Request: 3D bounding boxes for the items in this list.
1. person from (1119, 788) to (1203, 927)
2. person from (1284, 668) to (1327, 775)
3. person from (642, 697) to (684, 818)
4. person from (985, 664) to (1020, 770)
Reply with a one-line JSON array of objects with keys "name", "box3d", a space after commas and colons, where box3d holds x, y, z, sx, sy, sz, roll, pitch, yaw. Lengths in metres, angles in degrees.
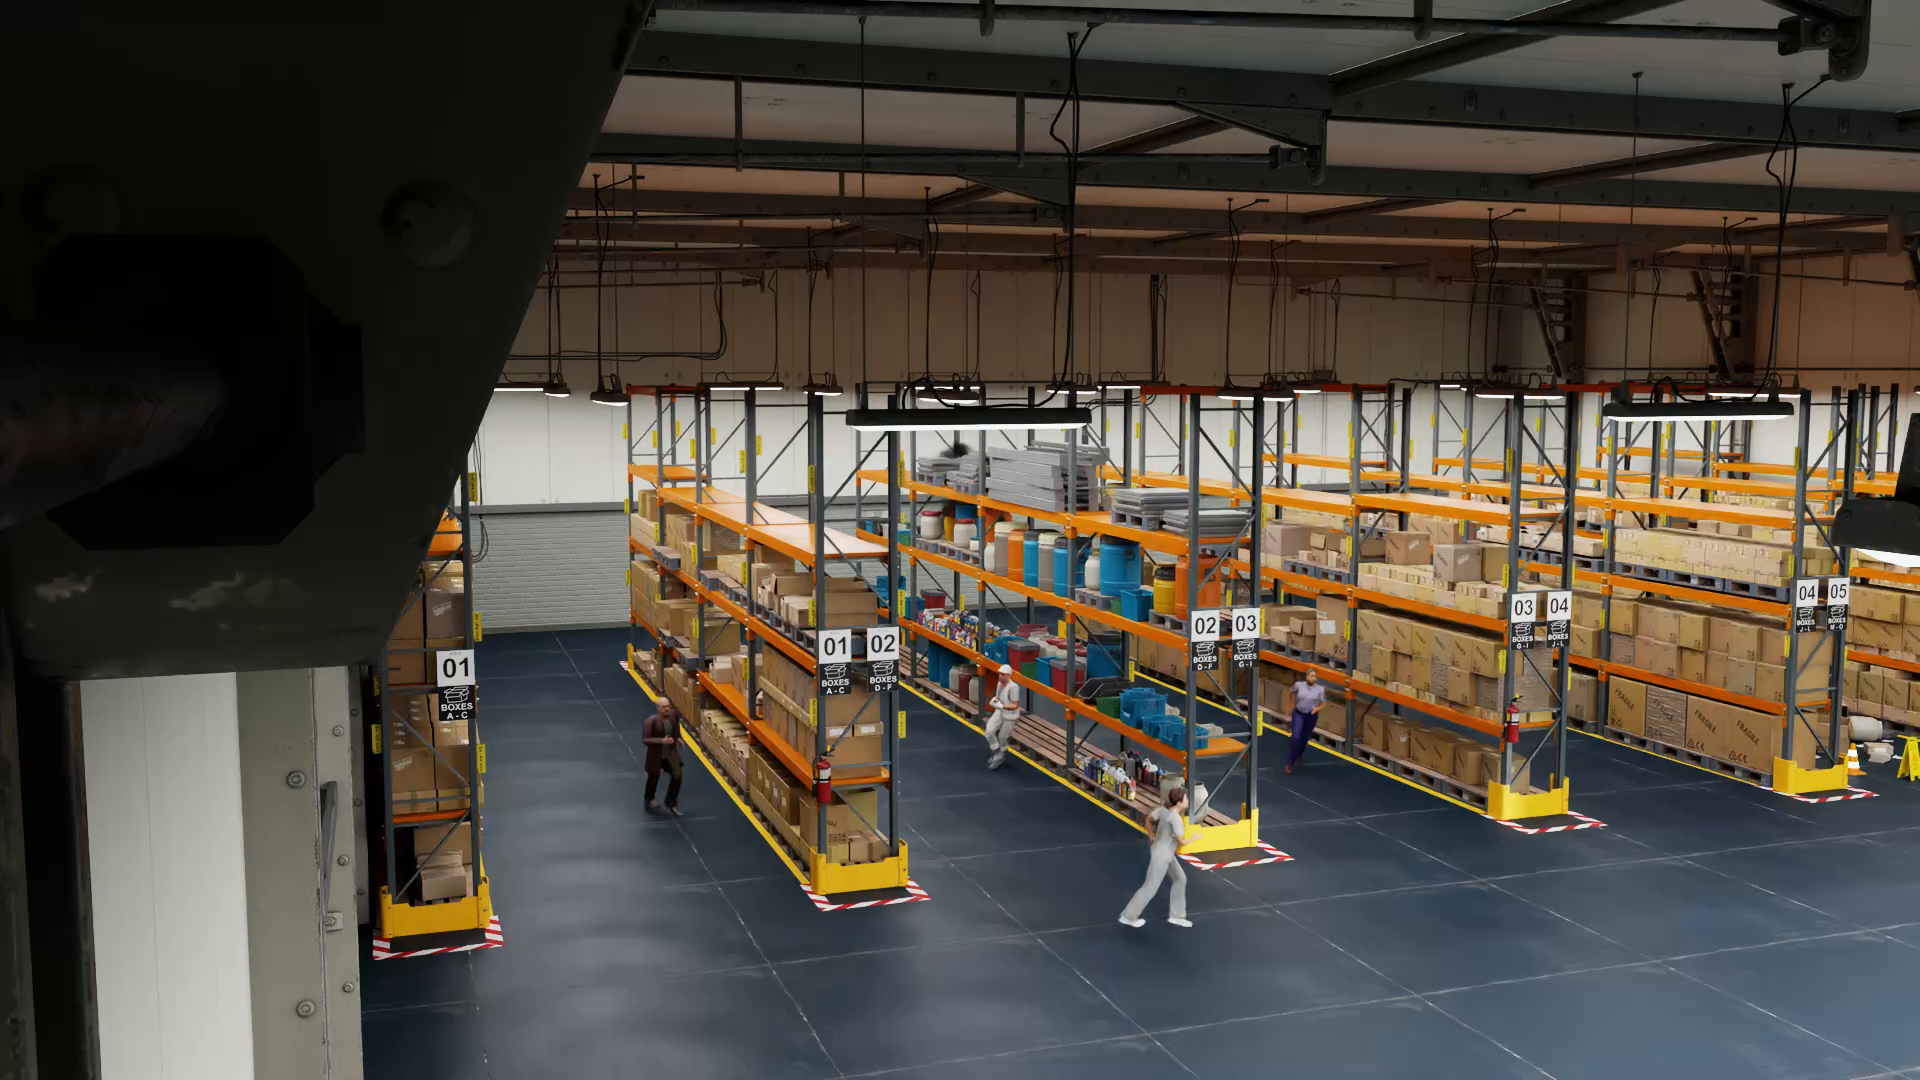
[{"name": "person", "box3d": [2.259, 3.591, 18.705, 0.954, 1.640, 0.562, 0, 6, -3]}, {"name": "person", "box3d": [5.408, 2.820, 26.144, 0.678, 1.612, 0.817, 0, 6, 4]}, {"name": "person", "box3d": [-4.212, 3.056, 23.526, 0.700, 1.743, 1.045, -4, 7, -31]}, {"name": "person", "box3d": [0.664, 2.762, 26.208, 0.819, 1.677, 0.725, 5, 7, 38]}]
